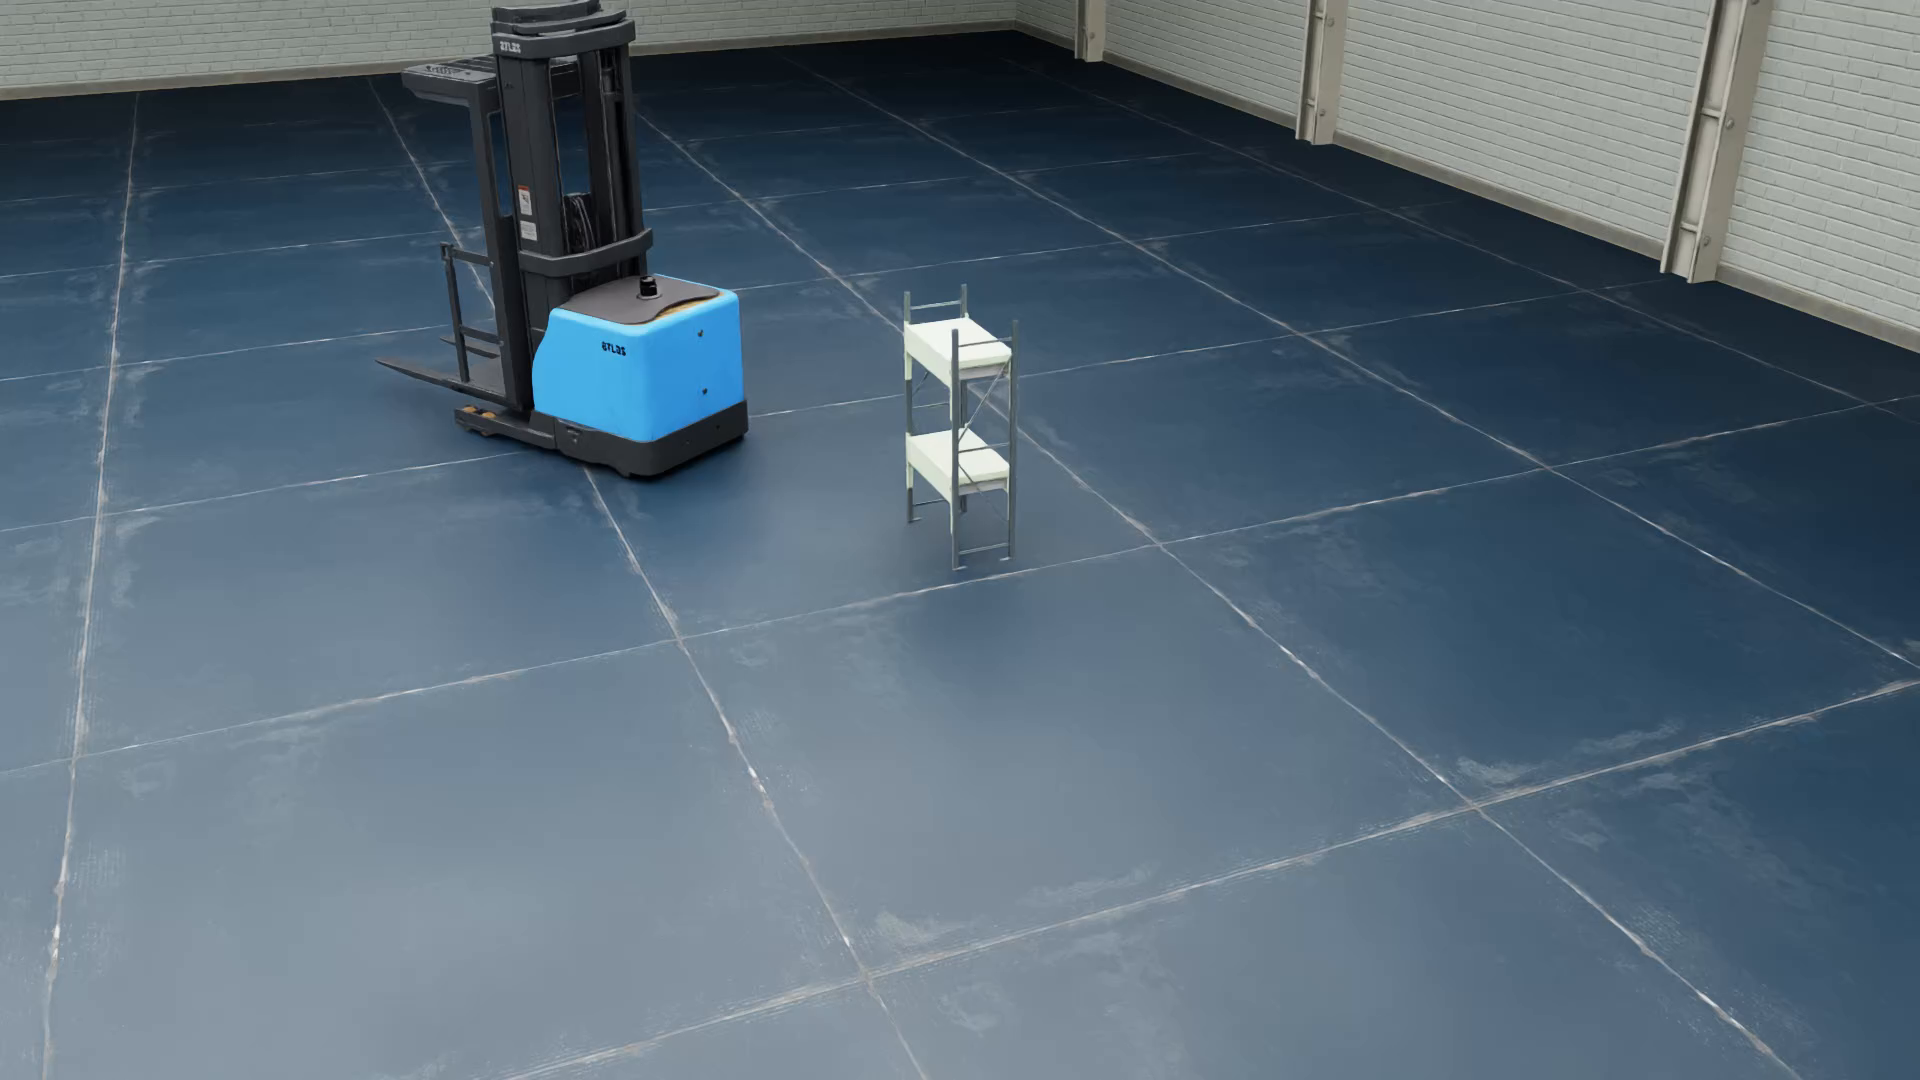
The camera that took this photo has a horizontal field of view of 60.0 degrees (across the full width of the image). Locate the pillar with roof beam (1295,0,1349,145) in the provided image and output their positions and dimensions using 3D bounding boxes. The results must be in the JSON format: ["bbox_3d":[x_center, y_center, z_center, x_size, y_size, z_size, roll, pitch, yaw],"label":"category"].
[{"bbox_3d":[0.342,-8.143,16.672,9.100,9.000,0.400,-11,28,-21],"label":"pillar with roof beam"}]

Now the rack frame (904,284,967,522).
[{"bbox_3d":[-0.146,-0.824,10.229,0.400,1.500,0.023,-11,28,-21],"label":"rack frame"}]

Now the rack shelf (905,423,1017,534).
[{"bbox_3d":[-0.003,-0.384,10.069,0.431,0.370,0.720,-11,28,-21],"label":"rack shelf"}]

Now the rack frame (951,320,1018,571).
[{"bbox_3d":[0.141,-0.529,9.624,0.400,1.500,0.023,-11,28,-21],"label":"rack frame"}]

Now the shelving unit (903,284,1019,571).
[{"bbox_3d":[-0.003,-0.677,9.926,0.431,1.500,0.755,-11,28,-21],"label":"shelving unit"}]

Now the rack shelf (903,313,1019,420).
[{"bbox_3d":[-0.003,-1.027,9.755,0.431,0.370,0.720,-11,28,-21],"label":"rack shelf"}]

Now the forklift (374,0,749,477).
[{"bbox_3d":[-2.985,-2.224,11.464,3.031,2.935,1.130,17,31,31],"label":"forklift"}]

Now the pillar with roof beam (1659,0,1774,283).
[{"bbox_3d":[2.691,-5.721,11.711,9.100,9.000,0.400,-11,28,-21],"label":"pillar with roof beam"}]

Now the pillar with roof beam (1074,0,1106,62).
[{"bbox_3d":[-2.008,-10.566,21.633,9.100,9.000,0.400,-11,28,-21],"label":"pillar with roof beam"}]
